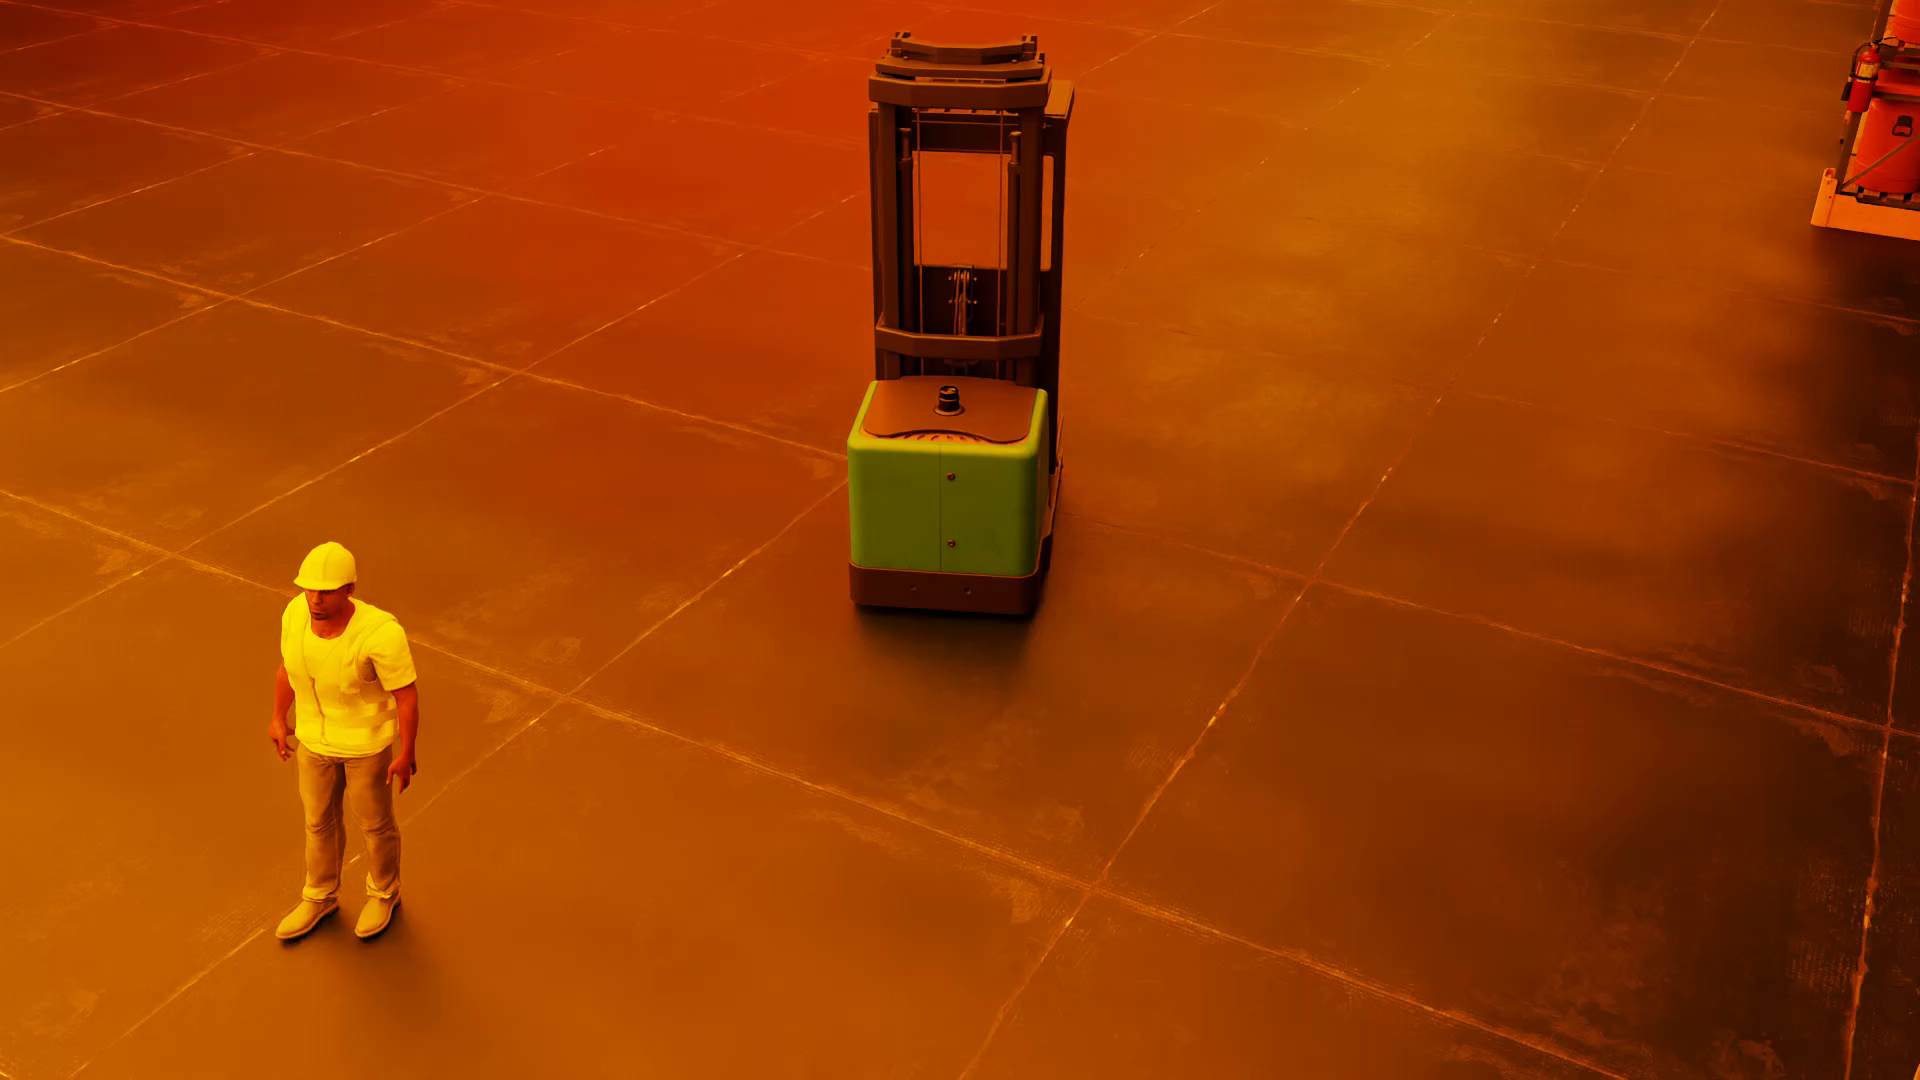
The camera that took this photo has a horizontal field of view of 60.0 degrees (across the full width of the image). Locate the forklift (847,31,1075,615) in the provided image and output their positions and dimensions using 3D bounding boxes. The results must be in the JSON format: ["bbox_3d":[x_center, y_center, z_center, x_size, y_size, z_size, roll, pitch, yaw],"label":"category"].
[{"bbox_3d":[0.072,-1.572,9.794,1.130,2.935,3.031,3,30,6],"label":"forklift"}]

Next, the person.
[{"bbox_3d":[-2.533,0.847,6.755,0.665,1.769,0.574,9,31,15],"label":"person"}]
